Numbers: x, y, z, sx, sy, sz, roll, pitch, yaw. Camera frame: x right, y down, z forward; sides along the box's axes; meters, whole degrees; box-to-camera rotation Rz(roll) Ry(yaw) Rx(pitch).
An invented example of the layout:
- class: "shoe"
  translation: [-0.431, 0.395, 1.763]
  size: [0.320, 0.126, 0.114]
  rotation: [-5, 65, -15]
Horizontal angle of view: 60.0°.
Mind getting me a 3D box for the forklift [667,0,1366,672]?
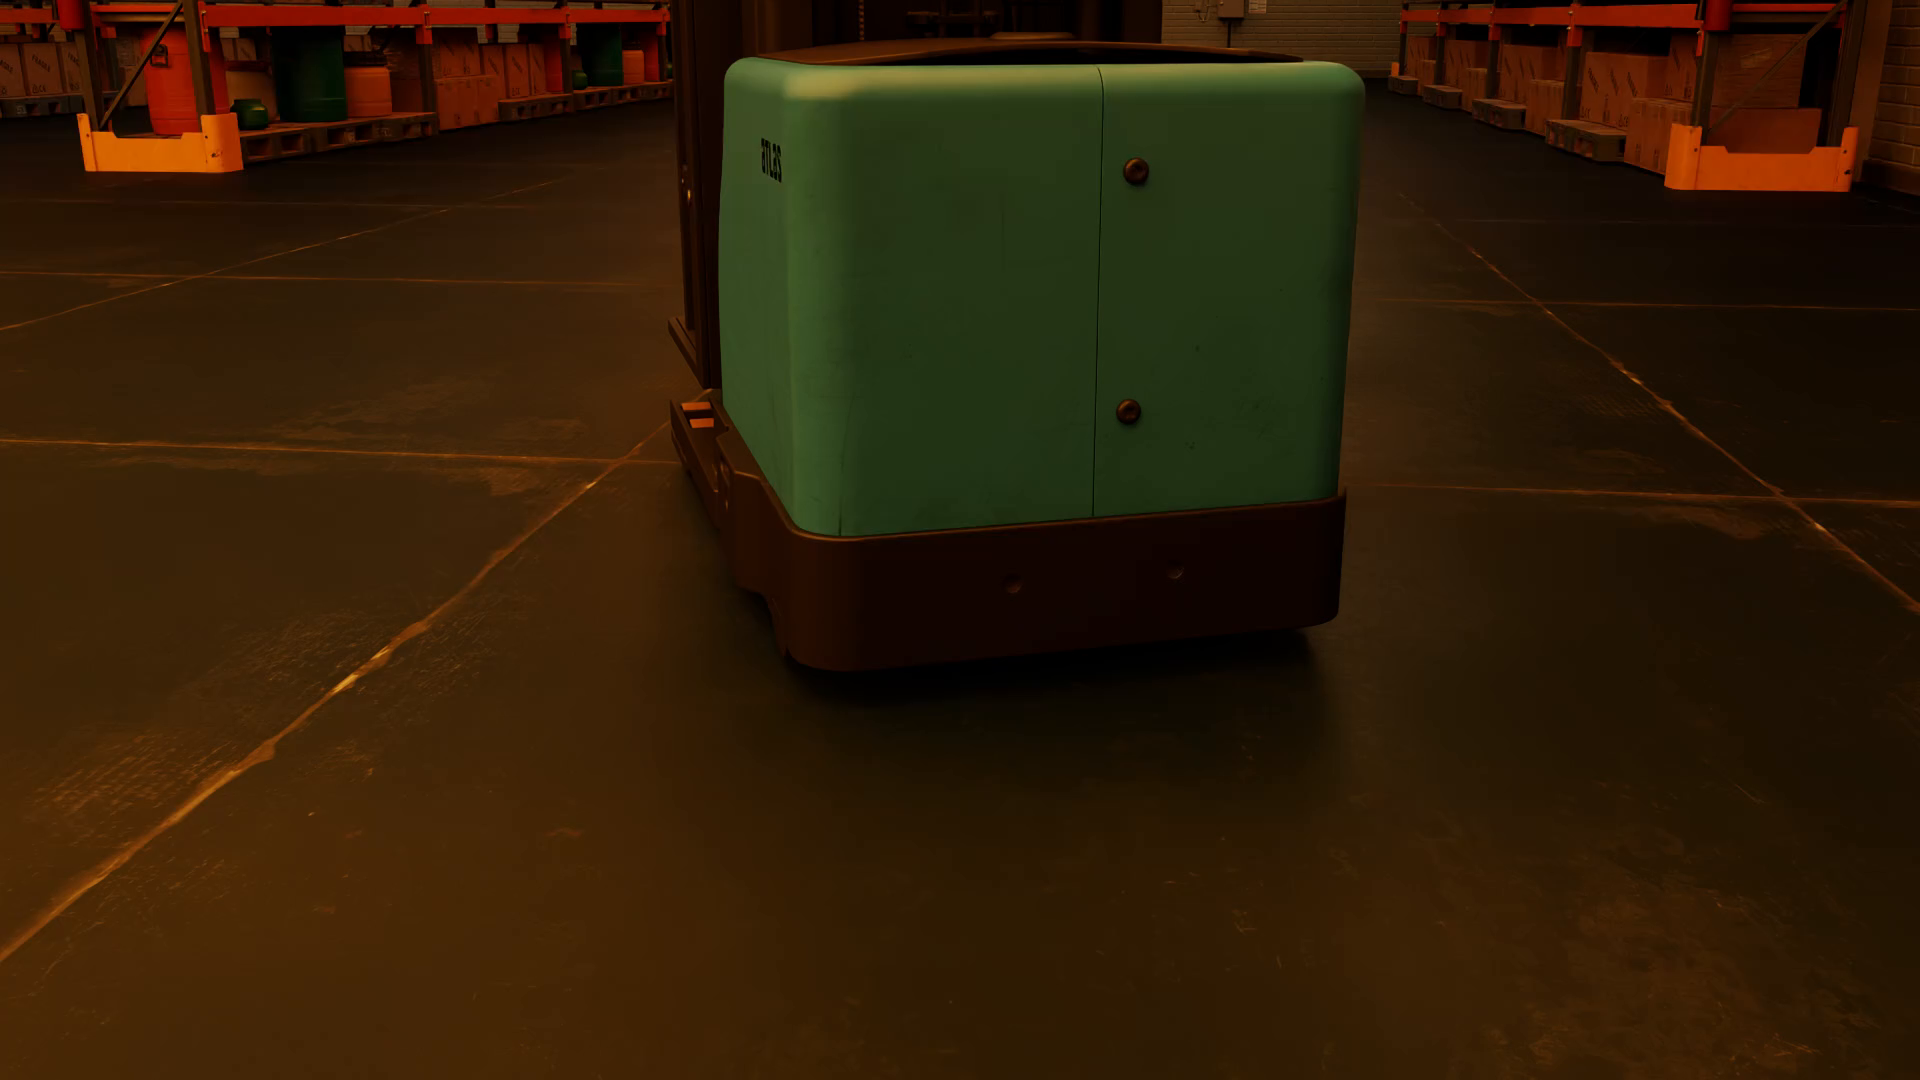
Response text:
- class: "forklift"
  translation: [-0.159, -1.575, 3.946]
  size: [1.130, 2.935, 3.031]
  rotation: [-5, 18, -14]
